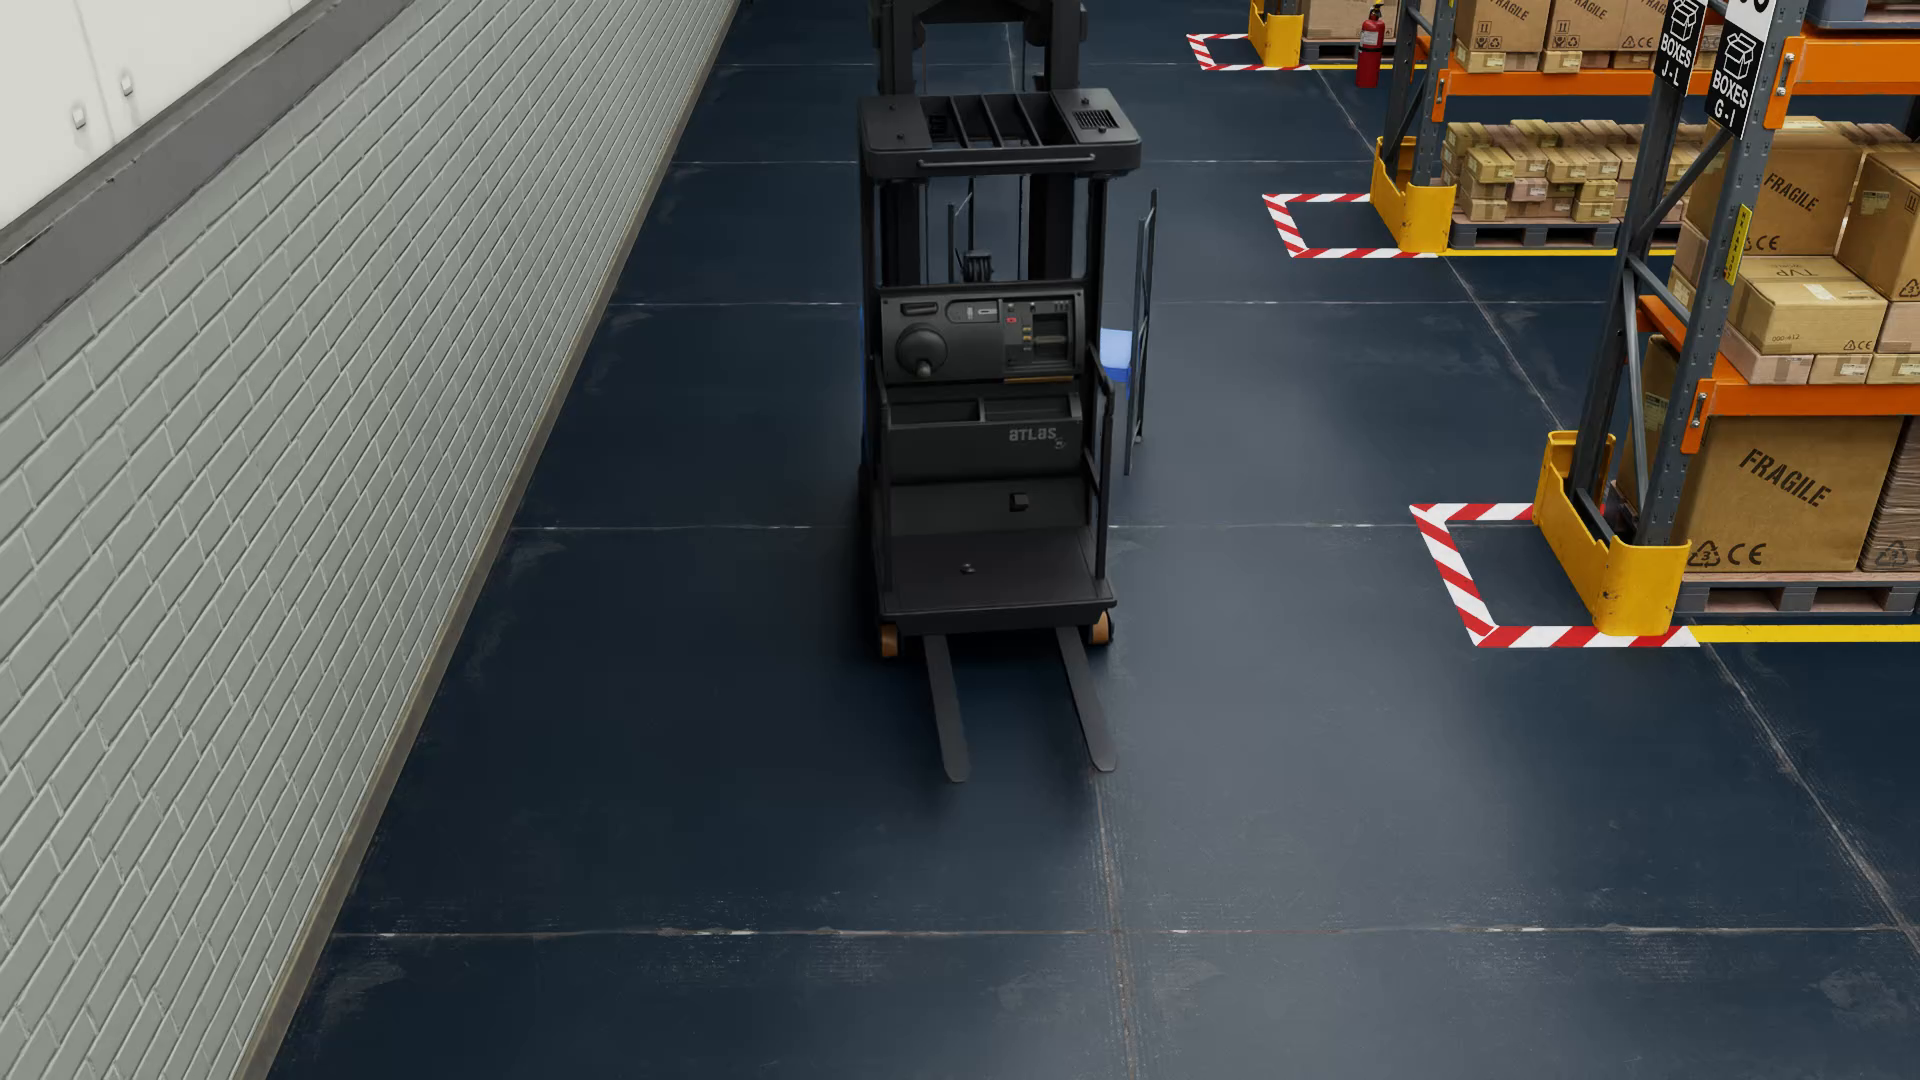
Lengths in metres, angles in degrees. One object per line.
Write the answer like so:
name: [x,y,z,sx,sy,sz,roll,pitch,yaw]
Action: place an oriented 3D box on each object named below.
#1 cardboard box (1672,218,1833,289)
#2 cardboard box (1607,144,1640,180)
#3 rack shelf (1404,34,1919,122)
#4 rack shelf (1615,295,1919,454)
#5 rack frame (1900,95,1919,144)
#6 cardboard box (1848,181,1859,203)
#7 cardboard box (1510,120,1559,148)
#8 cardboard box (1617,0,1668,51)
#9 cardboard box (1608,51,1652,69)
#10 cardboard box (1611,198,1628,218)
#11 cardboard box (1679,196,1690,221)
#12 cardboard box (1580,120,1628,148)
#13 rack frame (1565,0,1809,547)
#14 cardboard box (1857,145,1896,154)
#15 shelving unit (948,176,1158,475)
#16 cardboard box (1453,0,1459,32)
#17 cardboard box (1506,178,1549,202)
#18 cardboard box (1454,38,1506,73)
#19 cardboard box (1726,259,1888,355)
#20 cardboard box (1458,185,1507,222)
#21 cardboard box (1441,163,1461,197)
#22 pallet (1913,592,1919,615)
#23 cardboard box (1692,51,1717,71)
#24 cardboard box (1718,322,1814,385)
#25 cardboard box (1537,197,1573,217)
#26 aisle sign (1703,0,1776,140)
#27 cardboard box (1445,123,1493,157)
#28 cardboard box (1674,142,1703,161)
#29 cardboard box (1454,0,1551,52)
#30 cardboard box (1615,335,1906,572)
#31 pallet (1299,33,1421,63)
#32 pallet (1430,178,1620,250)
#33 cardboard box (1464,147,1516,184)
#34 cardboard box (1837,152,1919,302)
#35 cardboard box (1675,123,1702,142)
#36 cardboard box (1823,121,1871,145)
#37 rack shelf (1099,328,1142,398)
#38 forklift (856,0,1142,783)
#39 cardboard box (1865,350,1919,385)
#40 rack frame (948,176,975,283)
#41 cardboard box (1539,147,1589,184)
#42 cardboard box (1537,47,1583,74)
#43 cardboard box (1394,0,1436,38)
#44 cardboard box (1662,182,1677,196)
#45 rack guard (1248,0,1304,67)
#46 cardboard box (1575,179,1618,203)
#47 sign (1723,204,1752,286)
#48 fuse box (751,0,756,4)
cardboard box: [3.753,-1.326,7.902,0.500,0.250,0.500,-1,31,-1]
cardboard box: [4.920,-2.775,12.201,0.250,0.149,0.380,1,31,2]
rack shelf: [5.341,-3.396,12.148,4.000,0.370,1.077,0,31,0]
rack shelf: [5.270,-0.822,7.907,4.000,0.370,1.077,0,31,0]
rack frame: [7.341,-3.709,11.972,0.127,3.000,1.000,0,31,0]
cardboard box: [6.490,-2.614,12.224,0.250,0.149,0.380,-1,31,-2]
cardboard box: [4.379,-3.083,12.709,0.250,0.149,0.380,-1,31,-1]
cardboard box: [4.817,-3.735,11.631,0.500,0.500,0.500,0,31,0]
cardboard box: [4.721,-3.476,11.829,0.250,0.149,0.380,0,31,-1]
cardboard box: [4.887,-2.535,12.380,0.250,0.149,0.380,0,31,0]
cardboard box: [5.414,-2.505,12.330,0.250,0.149,0.380,0,31,0]
cardboard box: [4.907,-3.080,12.705,0.250,0.149,0.380,1,31,2]
rack frame: [3.270,-1.124,7.710,0.127,3.000,1.000,0,31,0]
cardboard box: [6.732,-2.767,12.189,0.250,0.149,0.380,0,31,0]
shelving unit: [0.503,-1.199,9.279,1.048,1.500,0.538,7,32,12]
cardboard box: [3.789,-4.002,12.071,0.500,0.500,0.500,0,31,1]
cardboard box: [4.141,-2.625,12.241,0.250,0.149,0.380,0,31,-1]
cardboard box: [3.667,-3.420,11.738,0.250,0.149,0.380,0,31,-1]
cardboard box: [3.752,-1.048,7.444,0.500,0.250,0.500,-1,31,-2]
cardboard box: [3.867,-2.493,12.311,0.250,0.149,0.380,0,31,1]
cardboard box: [3.866,-2.767,12.763,0.250,0.149,0.380,0,31,1]
pallet: [5.286,0.023,8.509,1.213,0.211,1.003,0,31,0]
cardboard box: [5.227,-3.452,11.790,0.250,0.149,0.380,1,31,2]
cardboard box: [3.627,-0.846,7.495,0.250,0.149,0.380,0,31,0]
cardboard box: [4.377,-2.541,12.390,0.250,0.149,0.380,0,31,0]
aisle sign: [3.200,-2.079,6.779,0.004,0.787,0.394,0,31,0]
cardboard box: [3.869,-3.045,12.647,0.250,0.149,0.380,0,31,0]
cardboard box: [5.434,-2.802,12.247,0.250,0.149,0.380,0,31,0]
cardboard box: [3.792,-3.725,11.614,0.500,0.500,0.500,1,31,2]
cardboard box: [3.910,-0.438,8.224,0.875,0.875,0.875,0,31,0]
pallet: [4.009,-5.115,16.977,1.213,0.211,1.003,0,31,0]
pallet: [4.230,-2.489,12.649,1.213,0.211,1.003,0,31,0]
cardboard box: [3.867,-2.737,12.140,0.250,0.149,0.380,-2,31,-3]
cardboard box: [4.252,-1.370,7.252,0.500,0.500,0.500,-1,31,-1]
cardboard box: [5.433,-3.039,12.637,0.250,0.149,0.380,0,31,0]
cardboard box: [6.720,-3.061,12.673,0.250,0.149,0.380,1,31,2]
rack shelf: [0.503,-1.045,9.372,1.000,0.185,0.538,7,32,12]
forklift: [0.131,-0.884,7.381,1.130,2.935,3.031,-3,31,-5]
cardboard box: [4.140,-0.849,7.500,0.250,0.149,0.380,-1,31,-1]
rack frame: [0.009,-1.262,9.383,0.032,1.500,0.500,7,32,12]
cardboard box: [4.395,-2.735,12.136,0.250,0.149,0.380,0,31,0]
cardboard box: [4.191,-3.416,11.730,0.250,0.149,0.380,-1,31,-2]
cardboard box: [4.785,-5.409,16.839,0.875,0.438,0.875,1,31,1]
cardboard box: [5.178,-2.688,12.346,0.250,0.149,0.380,1,31,2]
rack guard: [3.186,-5.195,16.831,0.348,0.500,1.175,0,31,0]
cardboard box: [4.642,-2.616,12.227,0.250,0.149,0.380,1,31,1]
sign: [3.267,-1.240,6.991,0.005,0.325,0.100,0,31,0]
fuse box: [-2.295,-6.774,18.265,0.414,1.711,0.539,0,31,0]
